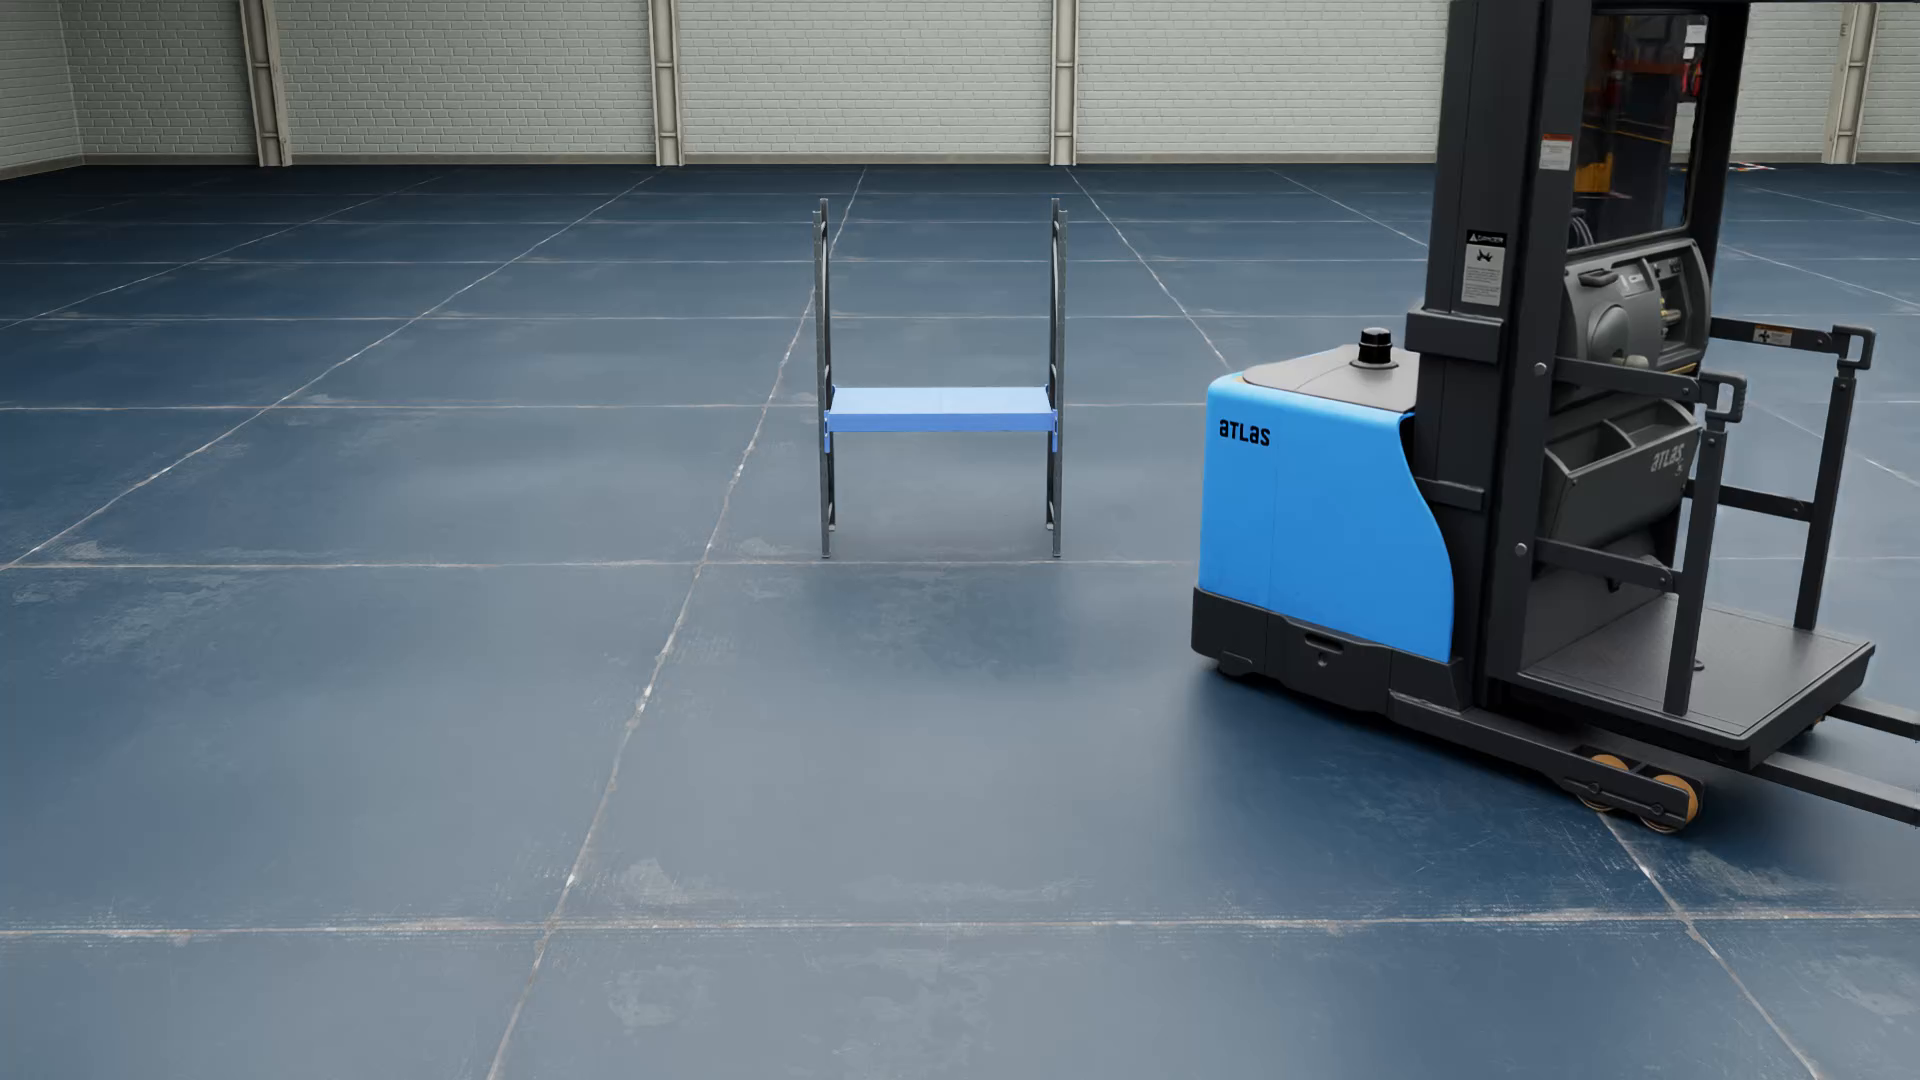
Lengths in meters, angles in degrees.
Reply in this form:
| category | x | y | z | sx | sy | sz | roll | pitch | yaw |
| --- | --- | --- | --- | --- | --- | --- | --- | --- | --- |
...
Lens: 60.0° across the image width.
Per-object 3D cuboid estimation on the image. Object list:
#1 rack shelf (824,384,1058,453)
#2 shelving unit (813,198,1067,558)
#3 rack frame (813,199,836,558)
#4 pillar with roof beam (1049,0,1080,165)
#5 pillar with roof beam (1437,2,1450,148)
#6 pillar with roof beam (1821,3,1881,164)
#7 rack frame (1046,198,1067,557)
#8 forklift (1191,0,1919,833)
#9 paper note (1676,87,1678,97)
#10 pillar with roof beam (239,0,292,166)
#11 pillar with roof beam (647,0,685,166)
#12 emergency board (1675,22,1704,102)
| category | x | y | z | sx | sy | sz | roll | pitch | yaw |
| --- | --- | --- | --- | --- | --- | --- | --- | --- | --- |
| rack shelf | -0.085 | -0.542 | 7.372 | 1.000 | 0.185 | 0.538 | 0 | 18 | -1 |
| shelving unit | -0.085 | -0.714 | 7.317 | 1.048 | 1.500 | 0.538 | 0 | 18 | -1 |
| rack frame | -0.594 | -0.711 | 7.310 | 0.032 | 1.500 | 0.500 | 0 | 18 | -1 |
| pillar with roof beam | 1.642 | -8.741 | 20.065 | 0.400 | 9.000 | 9.100 | 0 | 18 | -1 |
| pillar with roof beam | 7.641 | -8.770 | 20.156 | 0.400 | 9.000 | 9.100 | 0 | 18 | -1 |
| pillar with roof beam | 13.640 | -8.799 | 20.246 | 0.400 | 9.000 | 9.100 | 0 | 18 | -1 |
| rack frame | 0.423 | -0.716 | 7.325 | 0.032 | 1.500 | 0.500 | 0 | 18 | -1 |
| forklift | 2.235 | -0.715 | 4.979 | 1.130 | 2.935 | 3.031 | -17 | 24 | -42 |
| paper note | 10.923 | -6.858 | 25.458 | 0.142 | 0.148 | 0.016 | 0 | 18 | -1 |
| pillar with roof beam | -10.357 | -8.684 | 19.885 | 0.400 | 9.000 | 9.100 | 0 | 18 | -1 |
| pillar with roof beam | -4.357 | -8.713 | 19.975 | 0.400 | 9.000 | 9.100 | 0 | 18 | -1 |
| emergency board | 11.101 | -7.257 | 25.260 | 0.643 | 1.169 | 0.194 | 0 | 18 | -1 |
